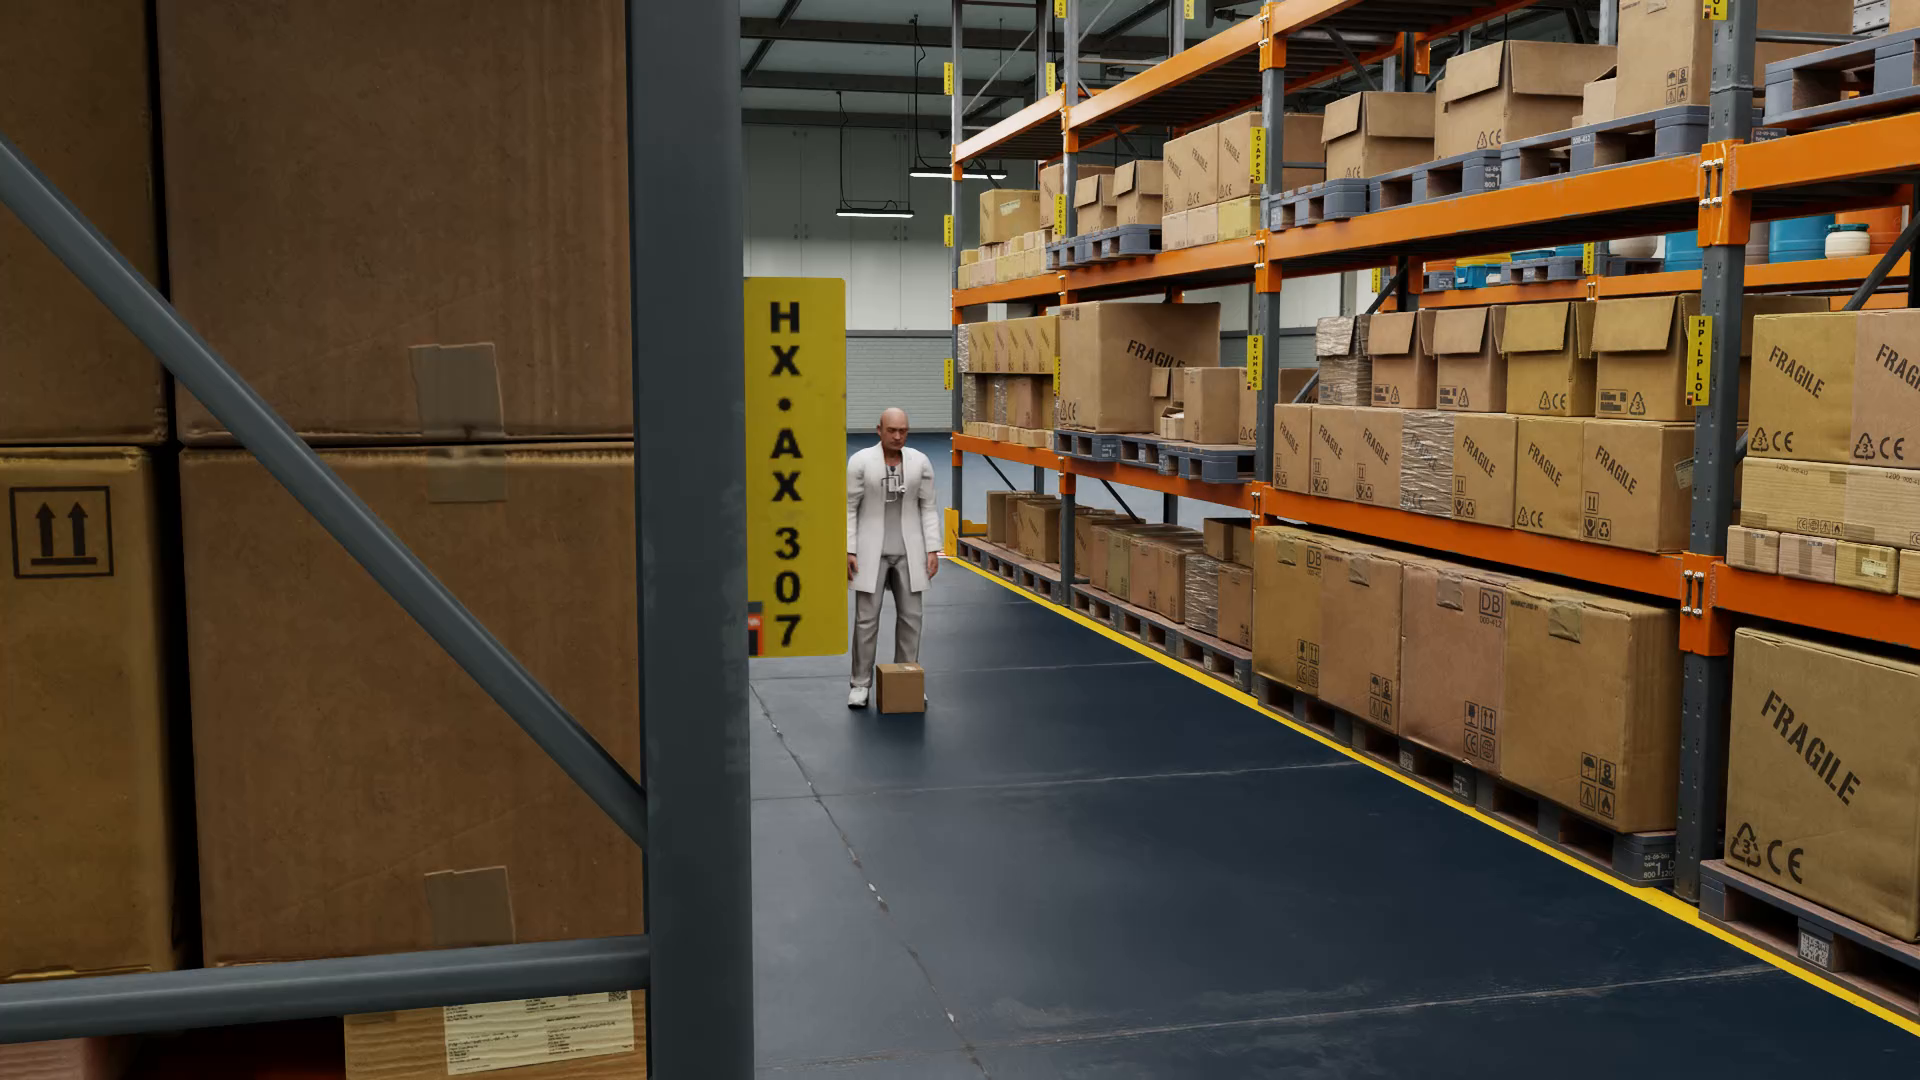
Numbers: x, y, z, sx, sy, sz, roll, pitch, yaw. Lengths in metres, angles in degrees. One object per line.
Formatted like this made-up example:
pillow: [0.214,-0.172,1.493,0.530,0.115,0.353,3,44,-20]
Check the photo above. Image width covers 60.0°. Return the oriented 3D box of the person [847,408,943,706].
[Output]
person: [-0.422,0.093,9.996,0.643,1.774,0.420,-1,6,-14]
